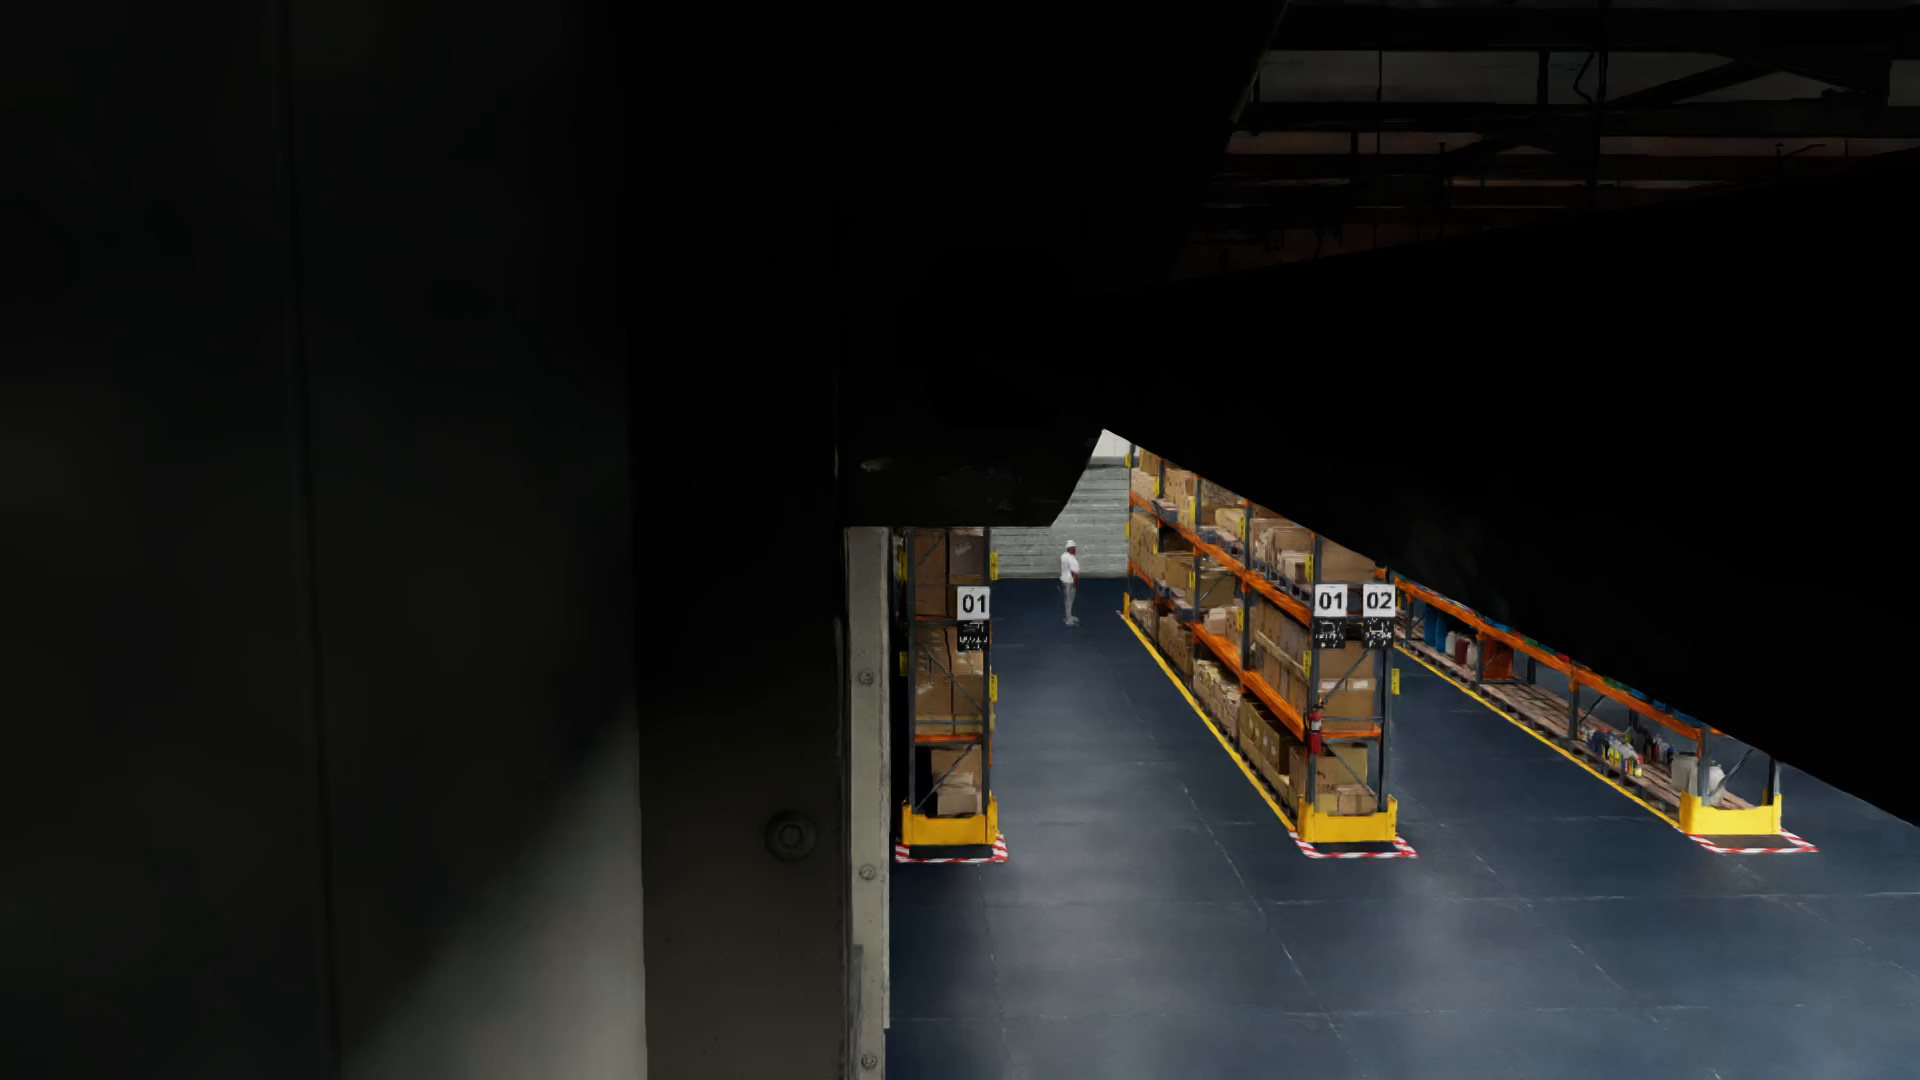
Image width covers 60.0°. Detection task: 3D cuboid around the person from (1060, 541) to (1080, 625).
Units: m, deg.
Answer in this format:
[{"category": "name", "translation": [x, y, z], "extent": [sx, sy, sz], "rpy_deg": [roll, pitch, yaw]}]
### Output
[{"category": "person", "translation": [2.389, 0.898, 35.455], "extent": [0.464, 1.772, 0.626], "rpy_deg": [-3, 8, -21]}]

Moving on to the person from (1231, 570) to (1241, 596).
[{"category": "person", "translation": [6.075, 0.743, 36.951], "extent": [0.600, 1.725, 1.094], "rpy_deg": [0, 7, -3]}]
